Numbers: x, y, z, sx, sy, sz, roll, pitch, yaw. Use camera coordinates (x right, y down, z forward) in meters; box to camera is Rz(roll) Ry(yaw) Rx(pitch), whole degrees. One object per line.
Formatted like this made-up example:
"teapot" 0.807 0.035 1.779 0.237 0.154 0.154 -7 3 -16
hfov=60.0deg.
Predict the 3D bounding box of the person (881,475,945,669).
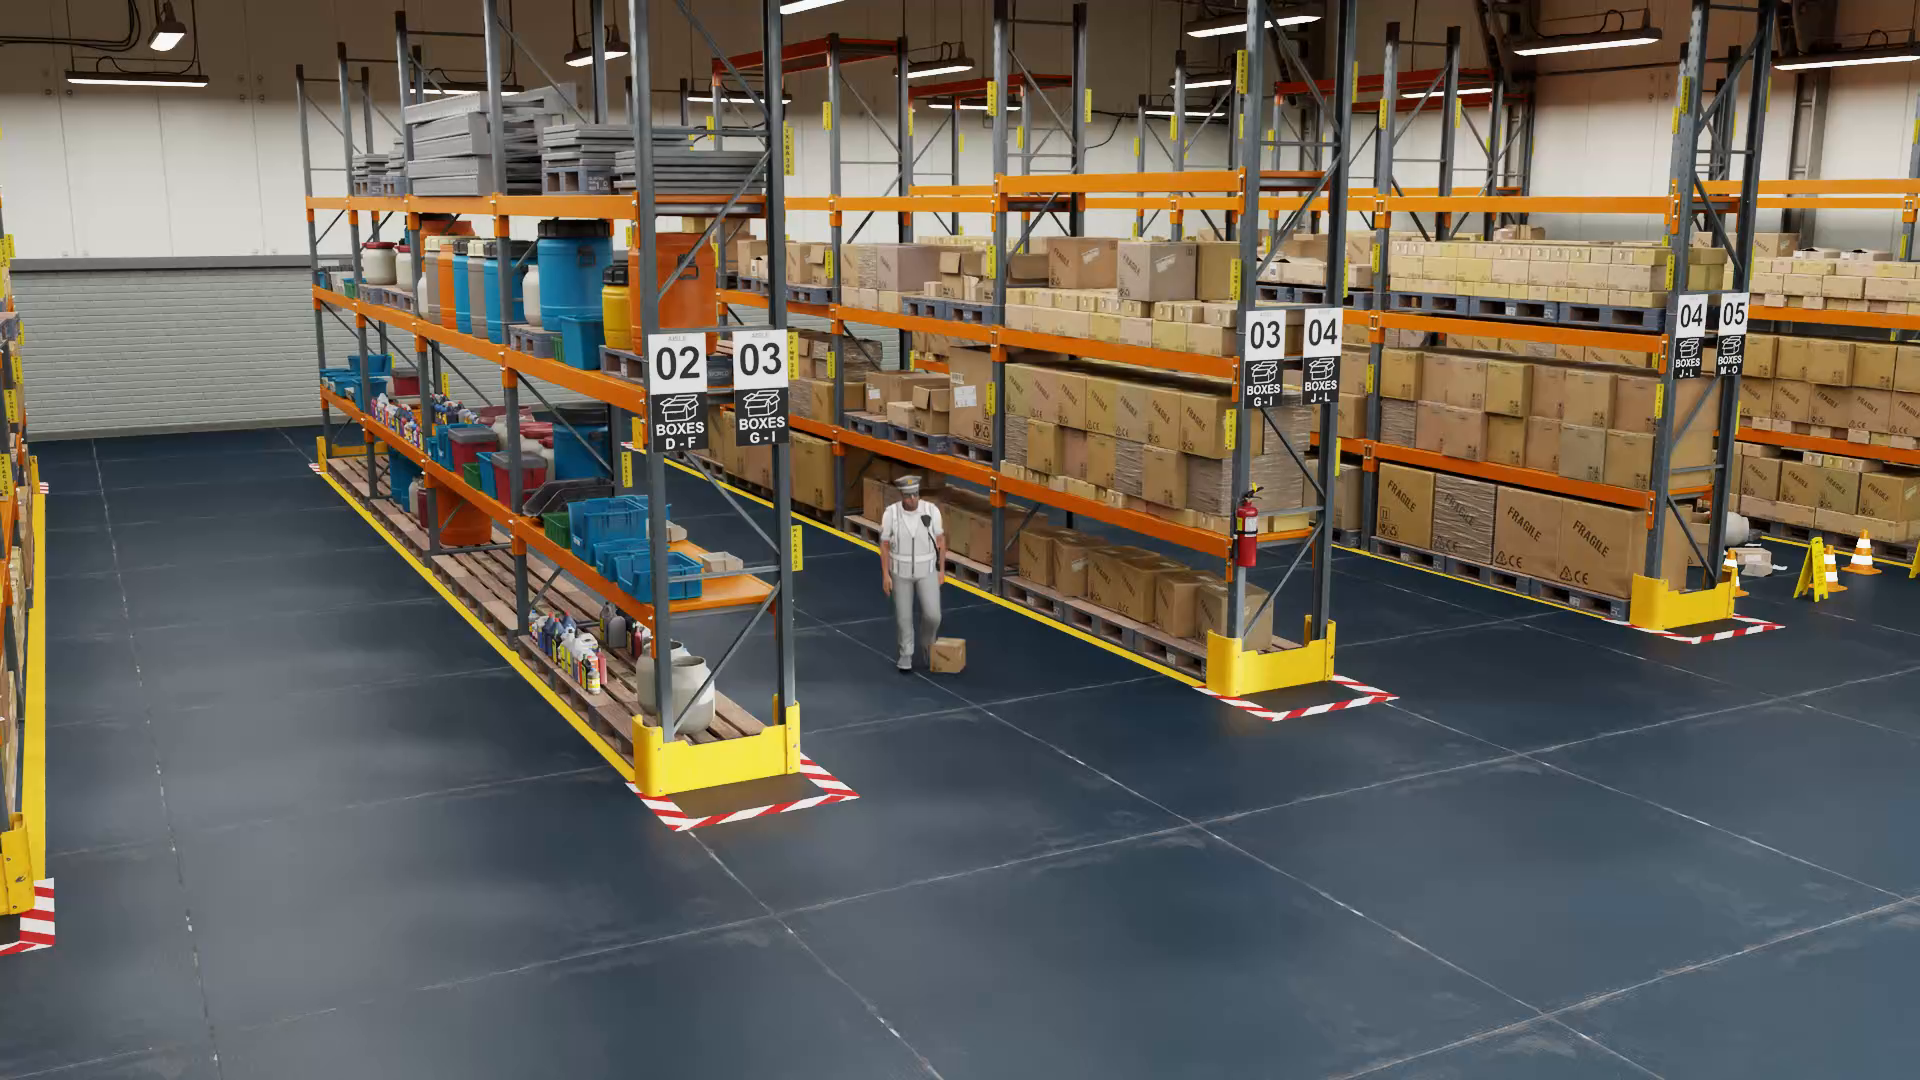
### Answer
"person" -0.407 0.291 14.466 0.559 1.761 0.463 0 12 0
